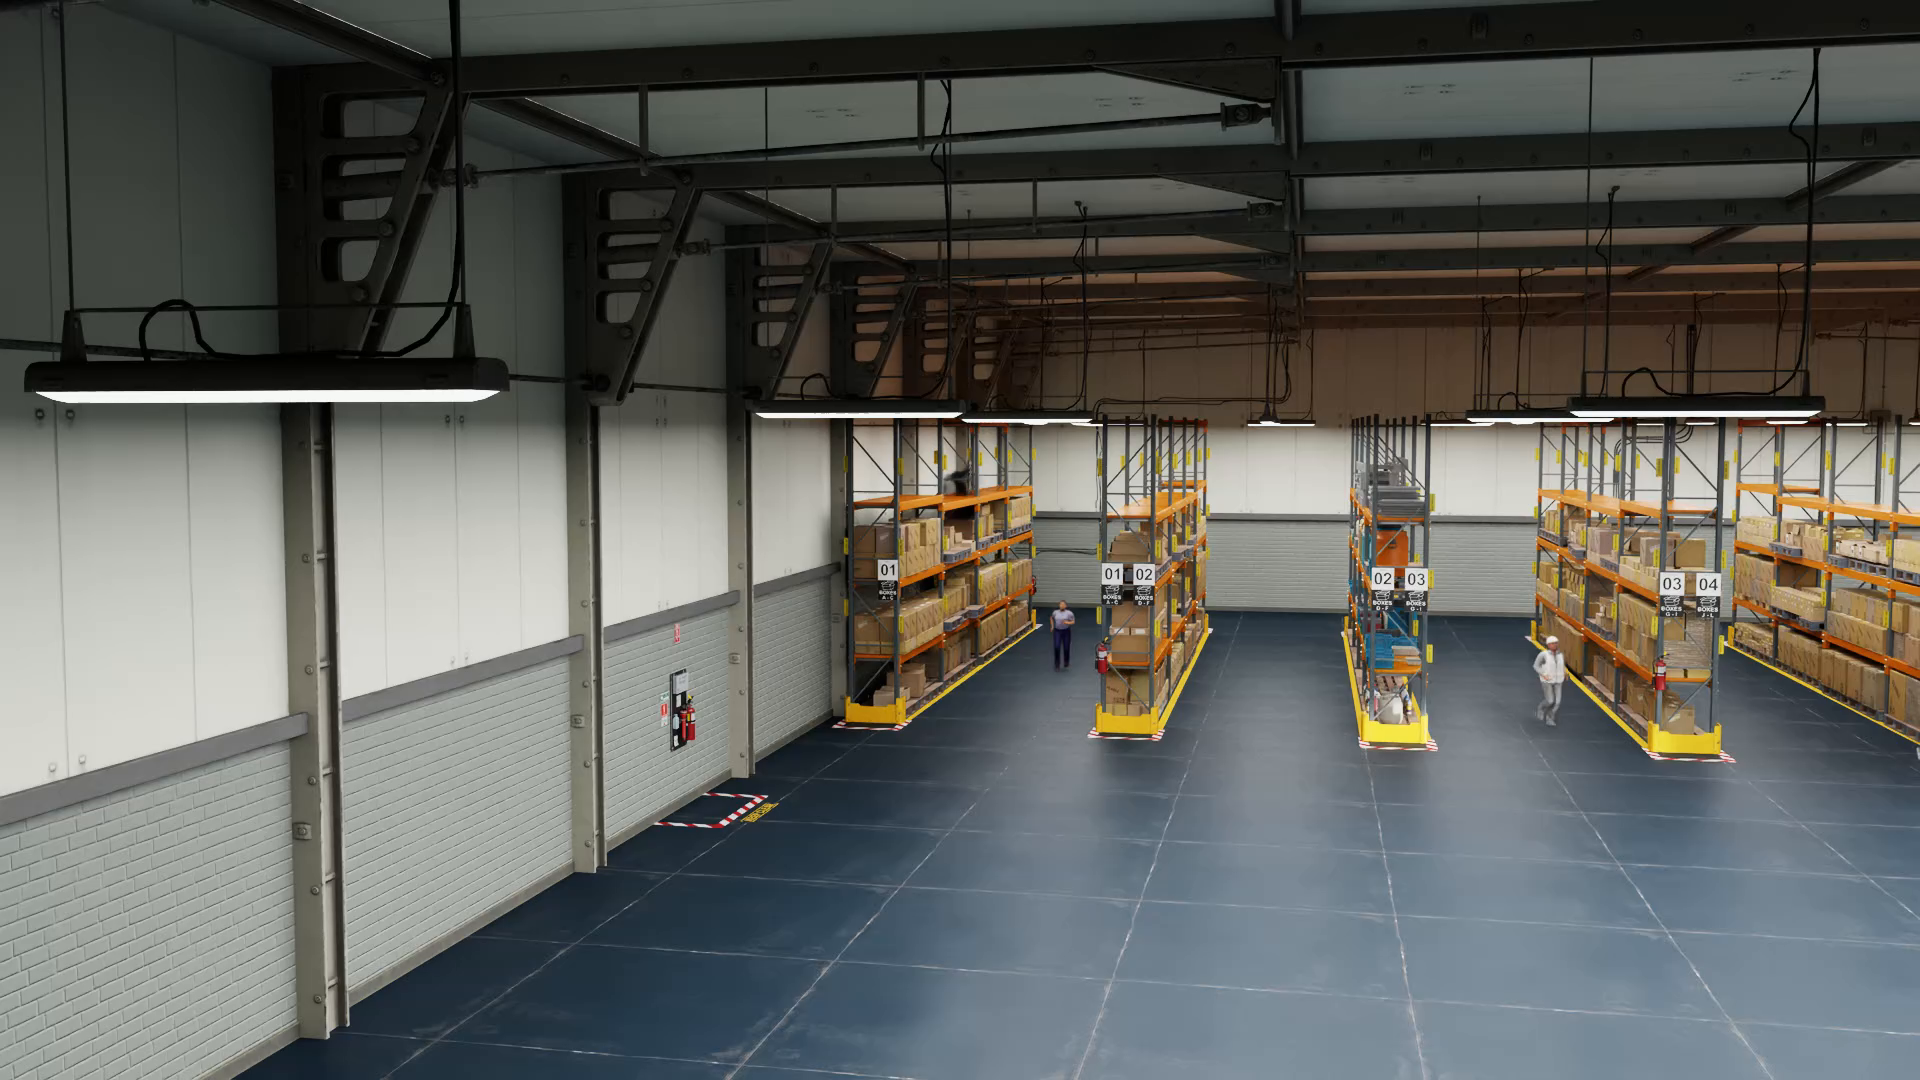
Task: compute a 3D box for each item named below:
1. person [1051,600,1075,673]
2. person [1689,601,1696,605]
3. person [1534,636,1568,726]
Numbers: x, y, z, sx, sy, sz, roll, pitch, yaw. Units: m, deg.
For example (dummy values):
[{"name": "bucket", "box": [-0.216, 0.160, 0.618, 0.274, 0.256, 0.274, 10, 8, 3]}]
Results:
[{"name": "person", "box": [2.432, 2.264, 39.482, 0.589, 1.688, 0.847, 0, 4, 6]}, {"name": "person", "box": [19.141, 1.957, 43.947, 0.610, 1.600, 0.987, 2, 4, 30]}, {"name": "person", "box": [11.430, 2.719, 32.105, 0.646, 1.724, 0.579, -1, 4, -9]}]
